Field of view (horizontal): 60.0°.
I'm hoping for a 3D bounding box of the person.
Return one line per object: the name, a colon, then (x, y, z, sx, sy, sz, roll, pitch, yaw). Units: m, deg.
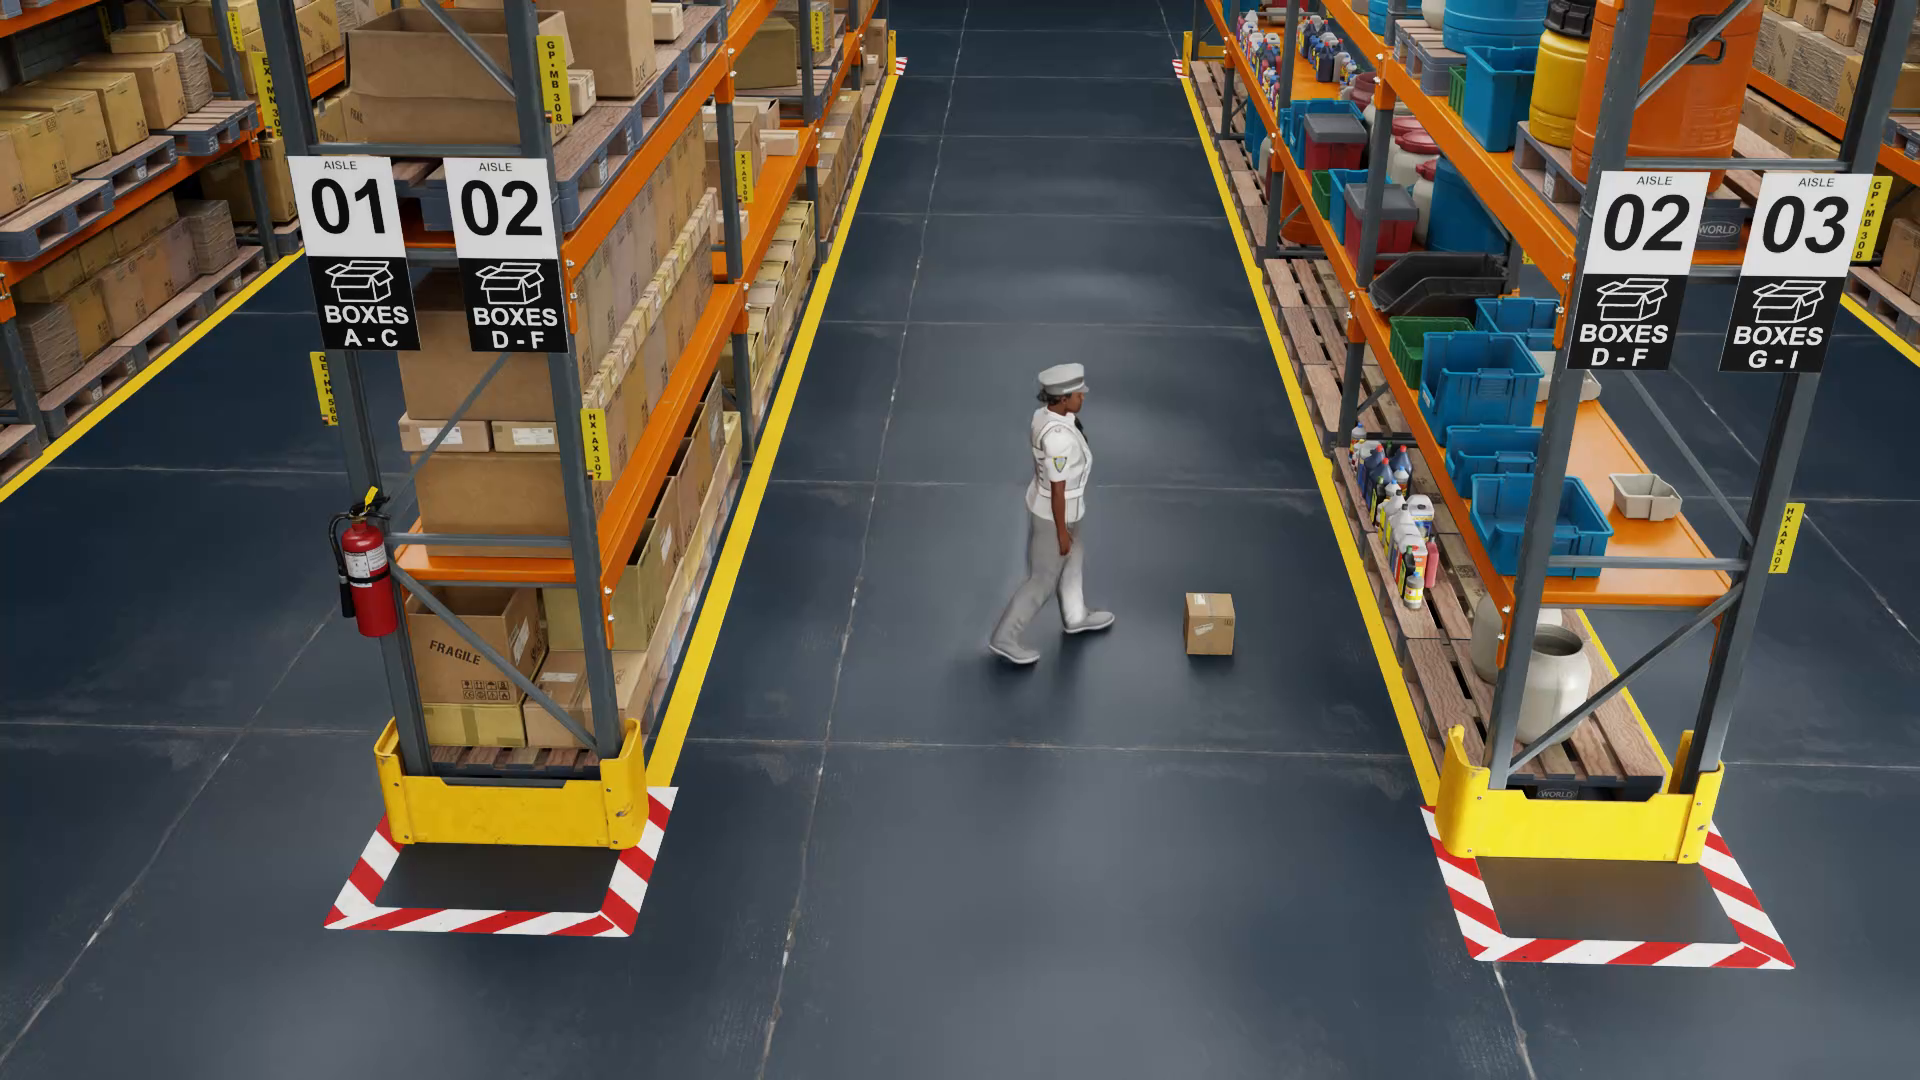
person: (0.516, -0.143, 8.882, 0.744, 1.654, 0.488, -2, 28, -4)
